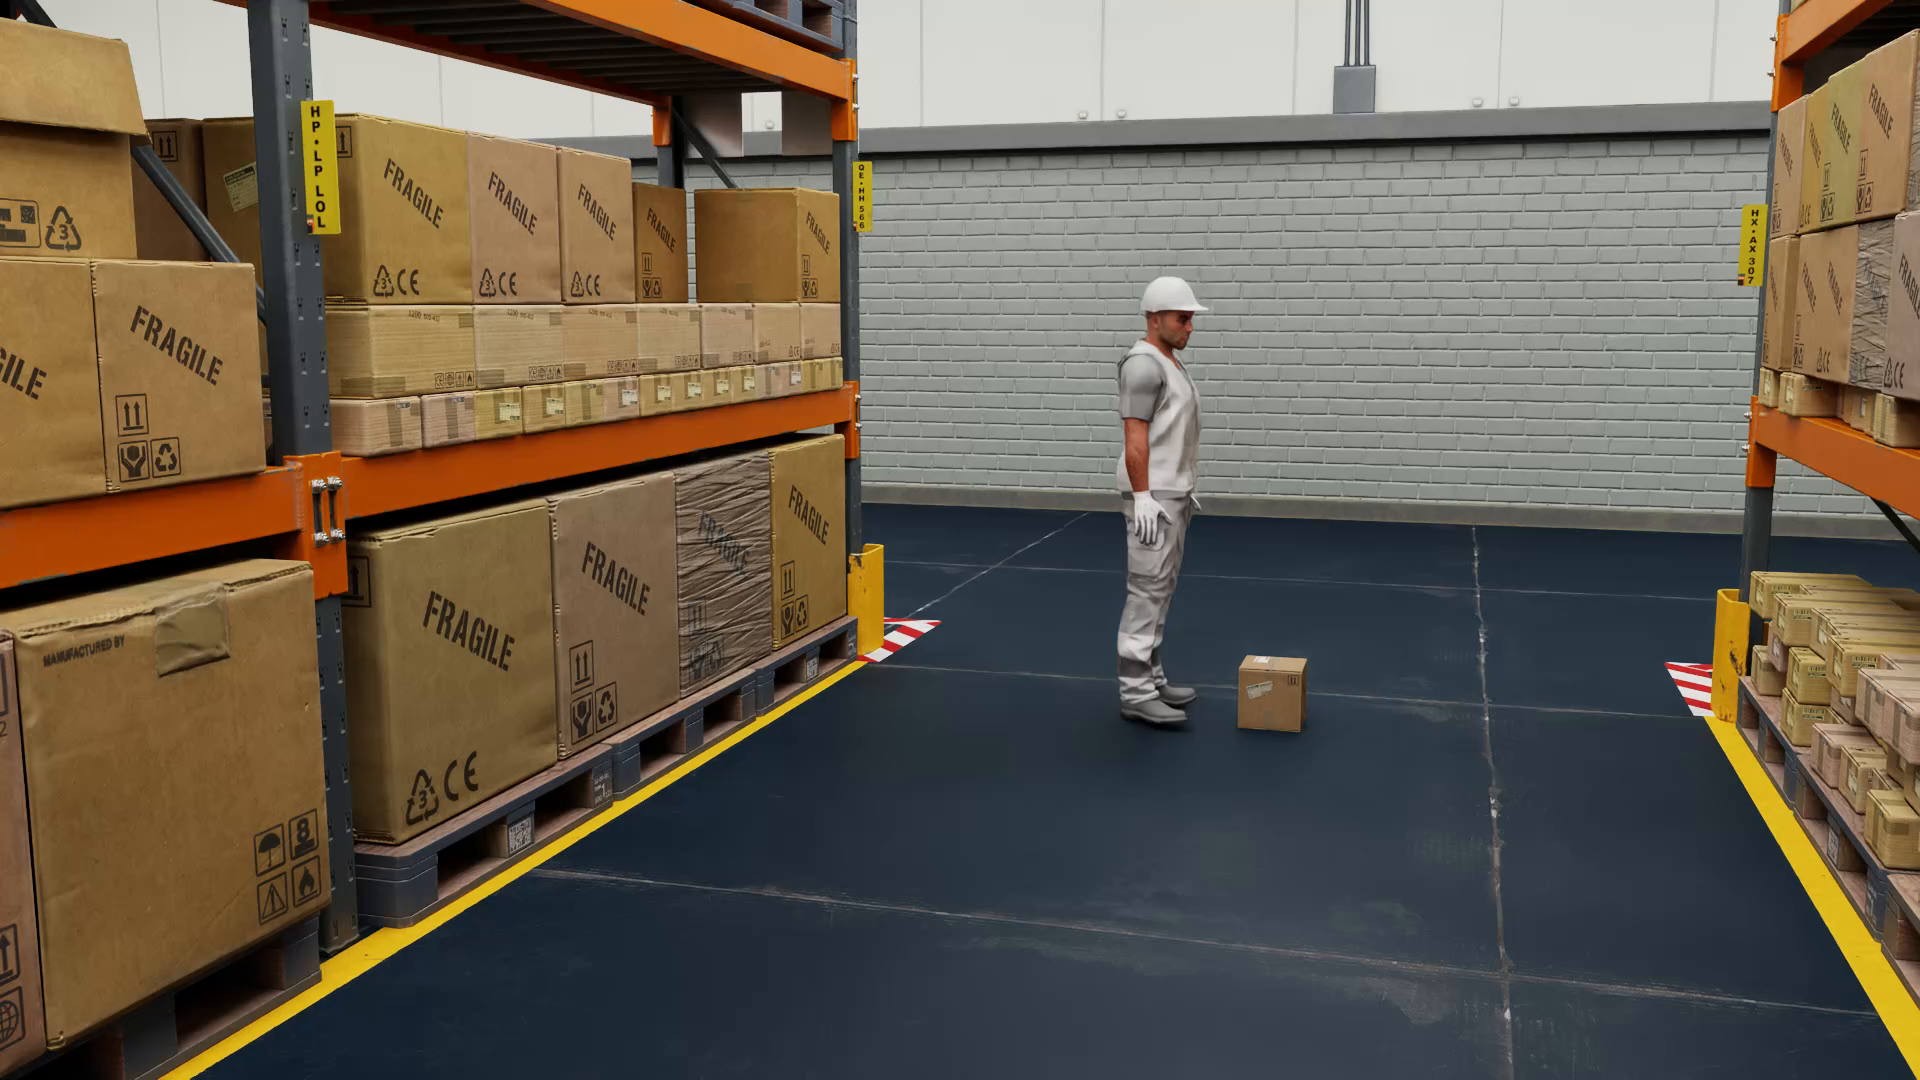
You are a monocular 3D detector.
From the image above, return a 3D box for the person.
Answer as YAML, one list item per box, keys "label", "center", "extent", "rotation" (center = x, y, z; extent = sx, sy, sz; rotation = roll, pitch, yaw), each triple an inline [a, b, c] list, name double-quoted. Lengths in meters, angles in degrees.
- label: "person"
  center: [0.830, -0.173, 6.826]
  extent: [0.356, 1.788, 0.579]
  rotation: [3, 9, 18]
